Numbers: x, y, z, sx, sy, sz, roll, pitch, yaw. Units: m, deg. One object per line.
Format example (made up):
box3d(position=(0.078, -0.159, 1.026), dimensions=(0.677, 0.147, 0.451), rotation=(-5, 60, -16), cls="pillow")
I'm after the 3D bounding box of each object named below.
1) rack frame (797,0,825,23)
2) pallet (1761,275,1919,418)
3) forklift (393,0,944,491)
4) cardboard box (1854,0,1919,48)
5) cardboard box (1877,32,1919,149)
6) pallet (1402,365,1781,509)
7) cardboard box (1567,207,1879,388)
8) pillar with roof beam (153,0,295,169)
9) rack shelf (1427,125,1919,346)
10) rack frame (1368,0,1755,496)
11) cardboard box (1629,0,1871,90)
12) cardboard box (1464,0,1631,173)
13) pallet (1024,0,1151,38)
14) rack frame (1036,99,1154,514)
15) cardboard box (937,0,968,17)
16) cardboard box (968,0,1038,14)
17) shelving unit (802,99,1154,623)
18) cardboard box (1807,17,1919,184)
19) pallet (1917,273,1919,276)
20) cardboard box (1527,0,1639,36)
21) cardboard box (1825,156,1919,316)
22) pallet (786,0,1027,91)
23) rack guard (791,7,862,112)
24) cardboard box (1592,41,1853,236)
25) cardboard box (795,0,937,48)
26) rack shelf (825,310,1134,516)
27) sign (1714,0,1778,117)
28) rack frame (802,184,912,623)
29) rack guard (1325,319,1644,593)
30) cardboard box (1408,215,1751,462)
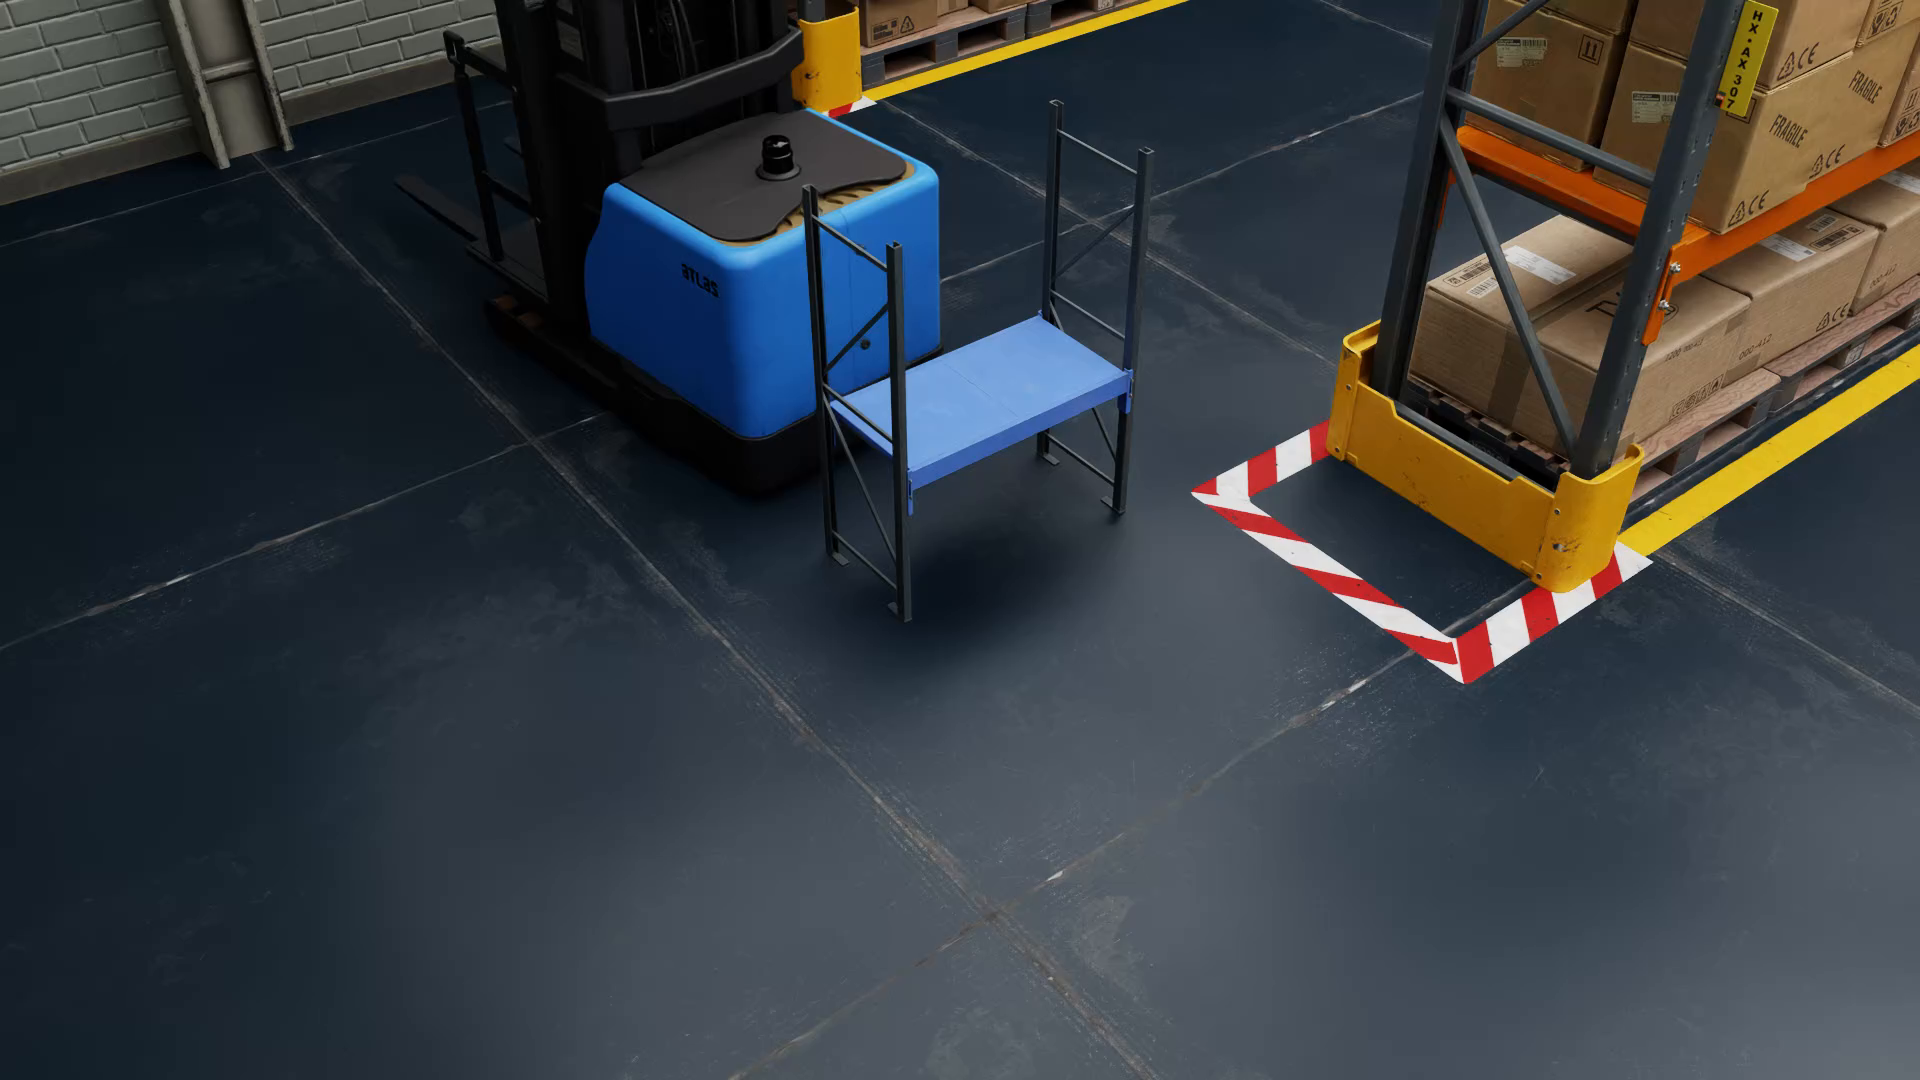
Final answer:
box3d(position=(-1.070, -3.814, 8.534), dimensions=(0.127, 3.000, 1.000), rotation=(-26, 46, -28), cls="rack frame")
box3d(position=(3.510, -1.058, 7.374), dimensions=(1.213, 0.211, 1.003), rotation=(-26, 46, -28), cls="pallet")
box3d(position=(-1.448, -2.161, 6.573), dimensions=(1.130, 2.935, 3.031), rotation=(-31, 49, -32), cls="forklift")
box3d(position=(2.917, -1.990, 5.443), dimensions=(0.500, 0.500, 0.500), rotation=(-27, 47, -29), cls="cardboard box")
box3d(position=(3.311, -1.796, 5.995), dimensions=(0.500, 0.500, 0.500), rotation=(-26, 46, -28), cls="cardboard box")
box3d(position=(2.544, -0.589, 6.802), dimensions=(1.213, 0.211, 1.003), rotation=(-26, 46, -28), cls="pallet")
box3d(position=(3.140, -1.154, 6.981), dimensions=(0.875, 0.438, 0.875), rotation=(-25, 45, -27), cls="cardboard box")
box3d(position=(-1.134, -3.380, 3.275), dimensions=(0.400, 9.000, 9.100), rotation=(-26, 46, -28), cls="pillar with roof beam")
box3d(position=(3.543, -1.814, 6.663), dimensions=(4.000, 0.370, 1.077), rotation=(-26, 46, -28), cls="rack shelf")
box3d(position=(1.957, -1.319, 5.493), dimensions=(0.127, 3.000, 1.000), rotation=(-26, 46, -28), cls="rack frame")
box3d(position=(2.511, -1.787, 5.196), dimensions=(0.500, 0.500, 0.500), rotation=(-27, 46, -29), cls="cardboard box")
box3d(position=(2.179, -1.677, 5.851), dimensions=(0.500, 0.500, 0.500), rotation=(-26, 46, -28), cls="cardboard box")
box3d(position=(0.588, -3.542, 10.402), dimensions=(1.213, 0.211, 1.003), rotation=(-26, 46, -28), cls="pallet")
box3d(position=(0.471, -0.809, 6.054), dimensions=(0.032, 1.500, 0.500), rotation=(-26, 46, -28), cls="rack frame")
box3d(position=(-0.167, -3.207, 9.711), dimensions=(0.250, 0.149, 0.380), rotation=(-28, 47, -30), cls="cardboard box")
box3d(position=(0.174, -3.509, 9.803), dimensions=(0.500, 0.500, 0.700), rotation=(-24, 45, -26), cls="cardboard box")
box3d(position=(0.068, -0.613, 5.815), dimensions=(1.048, 1.500, 0.538), rotation=(-26, 46, -28), cls="shelving unit")
box3d(position=(2.897, -1.608, 5.767), dimensions=(0.500, 0.500, 0.500), rotation=(-27, 46, -29), cls="cardboard box")
box3d(position=(4.478, -1.532, 7.952), dimensions=(1.213, 0.211, 1.003), rotation=(-26, 46, -28), cls="pallet")
box3d(position=(2.194, -2.050, 5.517), dimensions=(0.500, 0.500, 0.500), rotation=(-24, 45, -27), cls="cardboard box")
box3d(position=(3.856, -1.502, 7.405), dimensions=(0.875, 0.438, 0.875), rotation=(-27, 47, -29), cls="cardboard box")
box3d(position=(-0.378, -3.074, 9.830), dimensions=(1.213, 0.211, 1.003), rotation=(-26, 46, -28), cls="pallet")
box3d(position=(-1.010, -2.877, 9.363), dimensions=(0.348, 0.500, 1.175), rotation=(-26, 46, -28), cls="rack guard")
box3d(position=(2.513, -1.399, 5.511), dimensions=(0.500, 0.500, 0.500), rotation=(-26, 46, -28), cls="cardboard box")
box3d(position=(-0.528, -3.200, 9.423), dimensions=(0.637, 0.503, 0.797), rotation=(-28, 47, -30), cls="cardboard box")
box3d(position=(0.068, -0.474, 5.929), dimensions=(1.000, 0.185, 0.538), rotation=(-26, 46, -28), cls="rack shelf")
box3d(position=(2.291, -1.403, 4.850), dimensions=(0.005, 0.325, 0.100), rotation=(-26, 46, -28), cls="sign")
box3d(position=(-0.335, -0.416, 5.575), dimensions=(0.032, 1.500, 0.500), rotation=(-26, 46, -28), cls="rack frame")
box3d(position=(1.938, -0.343, 6.274), dimensions=(0.348, 0.500, 1.175), rotation=(-26, 46, -28), cls="rack guard")
box3d(position=(2.420, -0.796, 6.545), dimensions=(0.875, 0.438, 0.875), rotation=(-28, 47, -29), cls="cardboard box")
